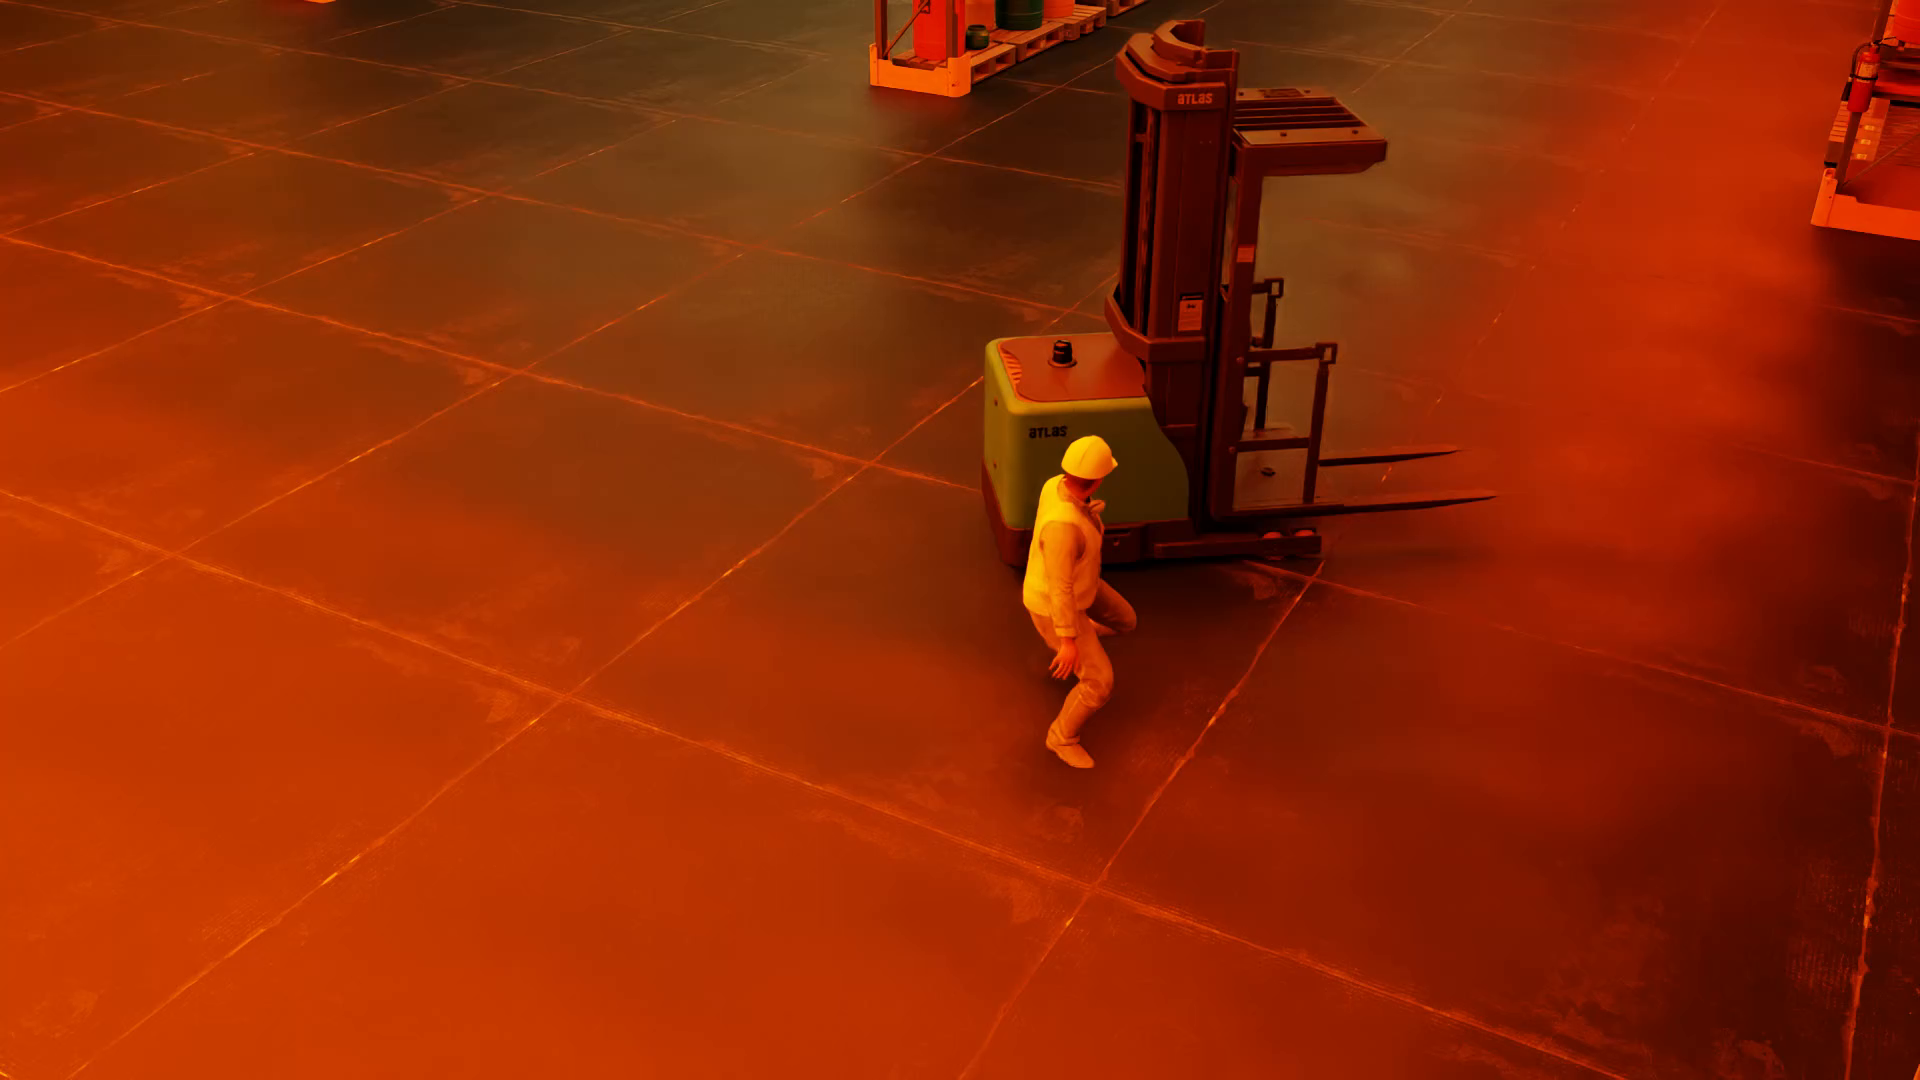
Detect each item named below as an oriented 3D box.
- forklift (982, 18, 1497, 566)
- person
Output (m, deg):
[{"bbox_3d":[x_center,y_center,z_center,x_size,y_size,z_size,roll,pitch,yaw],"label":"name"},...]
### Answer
[{"bbox_3d":[1.694,-1.408,9.509,3.031,2.935,1.130,-4,30,-7],"label":"forklift"},{"bbox_3d":[0.558,0.253,7.976,0.503,1.653,1.047,9,31,14],"label":"person"}]
